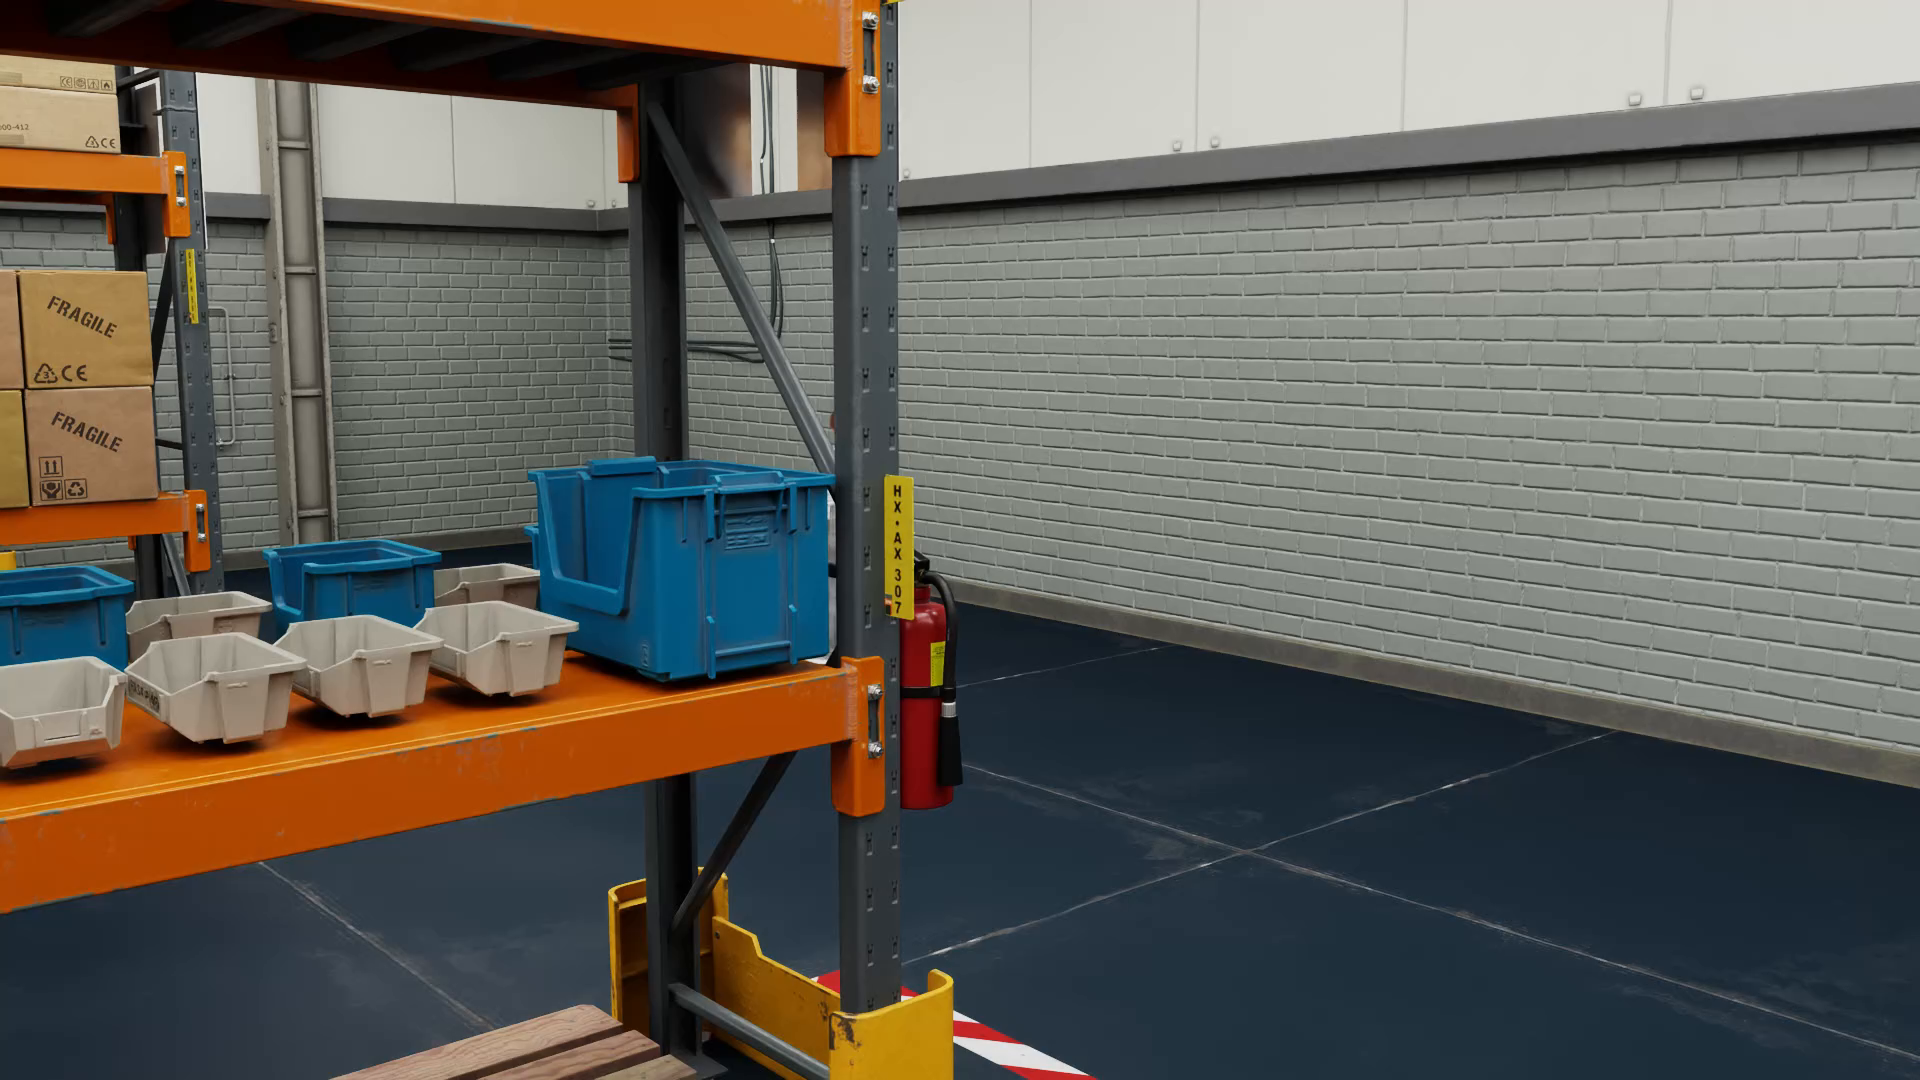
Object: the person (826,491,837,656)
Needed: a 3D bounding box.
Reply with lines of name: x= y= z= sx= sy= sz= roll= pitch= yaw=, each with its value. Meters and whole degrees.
person: x=-0.661 y=0.068 z=10.007 sx=0.432 sy=1.285 sz=0.363 roll=-6 pitch=10 yaw=-39
